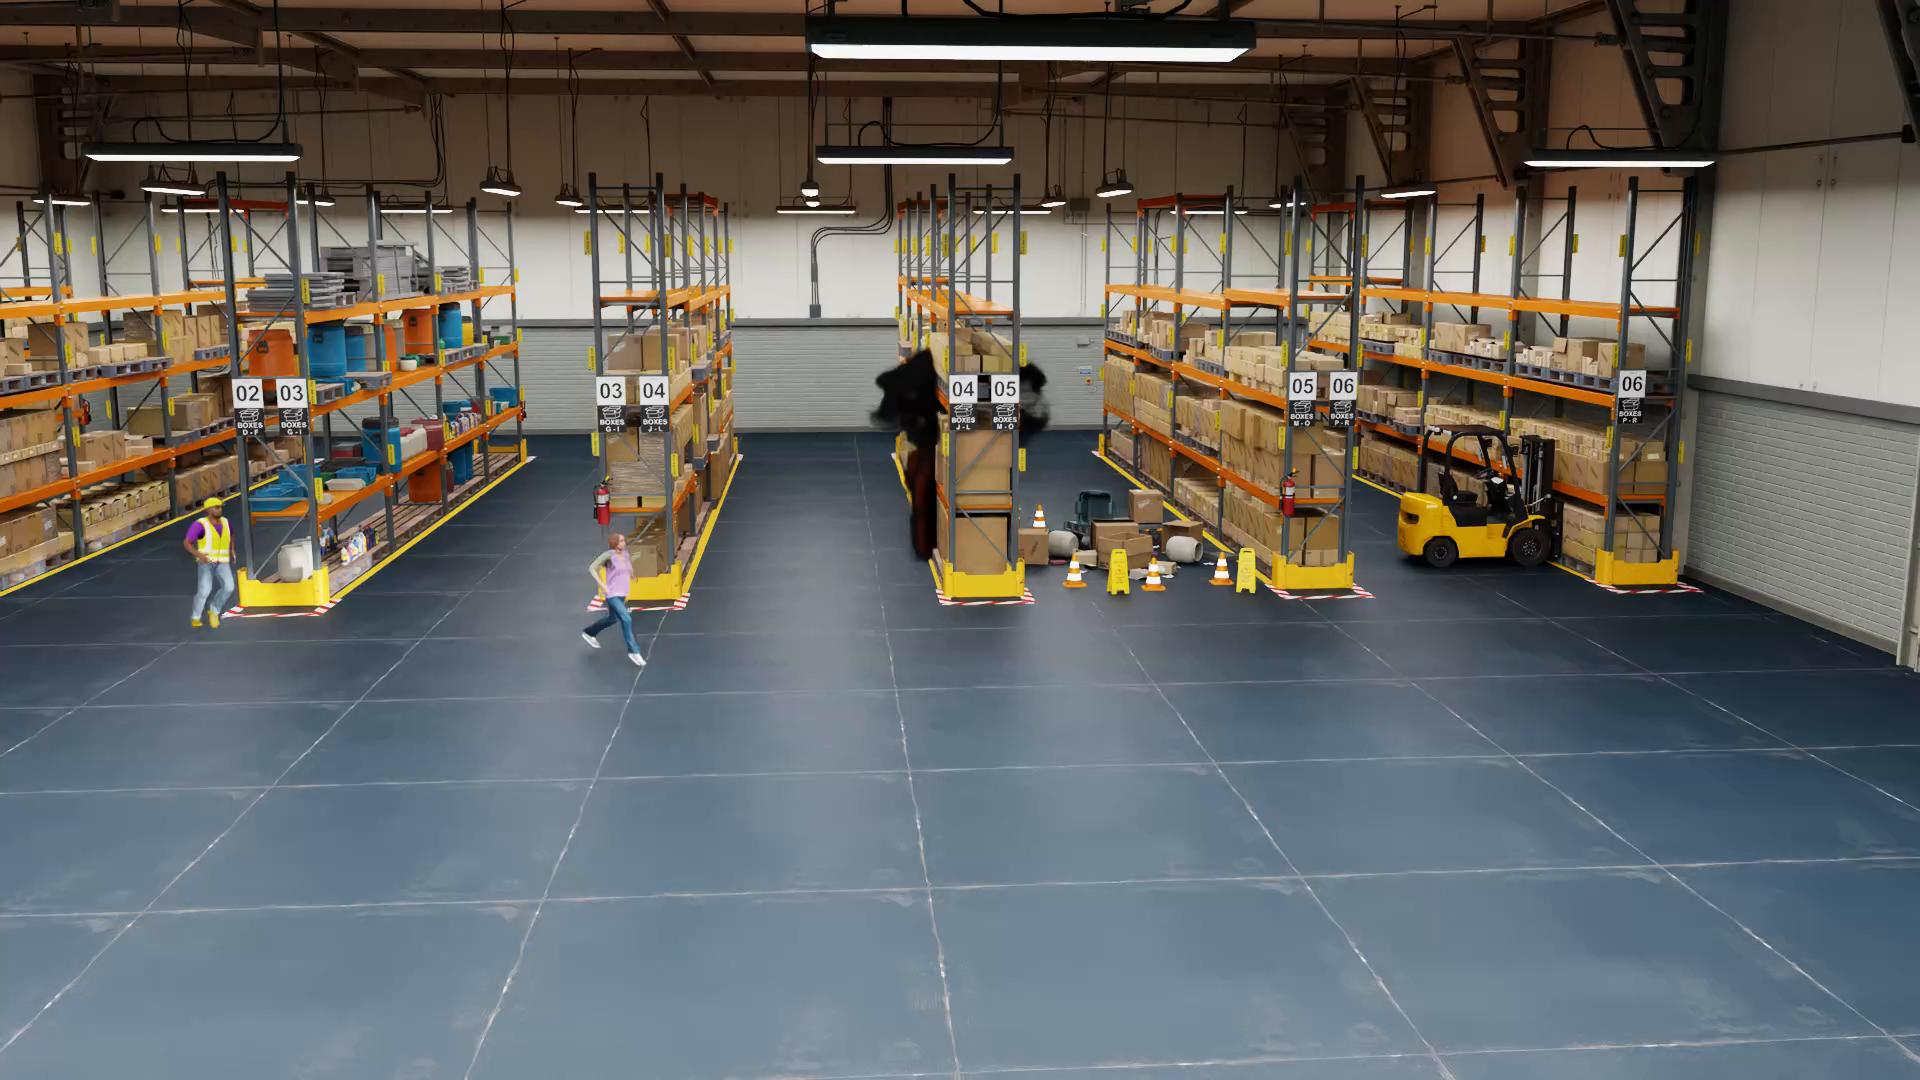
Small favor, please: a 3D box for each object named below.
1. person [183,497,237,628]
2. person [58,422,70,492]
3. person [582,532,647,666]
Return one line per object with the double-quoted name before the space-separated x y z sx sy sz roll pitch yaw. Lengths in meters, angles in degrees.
"person" -9.889 0.297 22.075 0.618 1.728 0.767 8 13 38
"person" -16.979 -1.407 31.731 0.559 1.688 0.904 -3 10 -15
"person" -4.218 0.697 20.250 0.964 1.630 0.506 4 11 22
